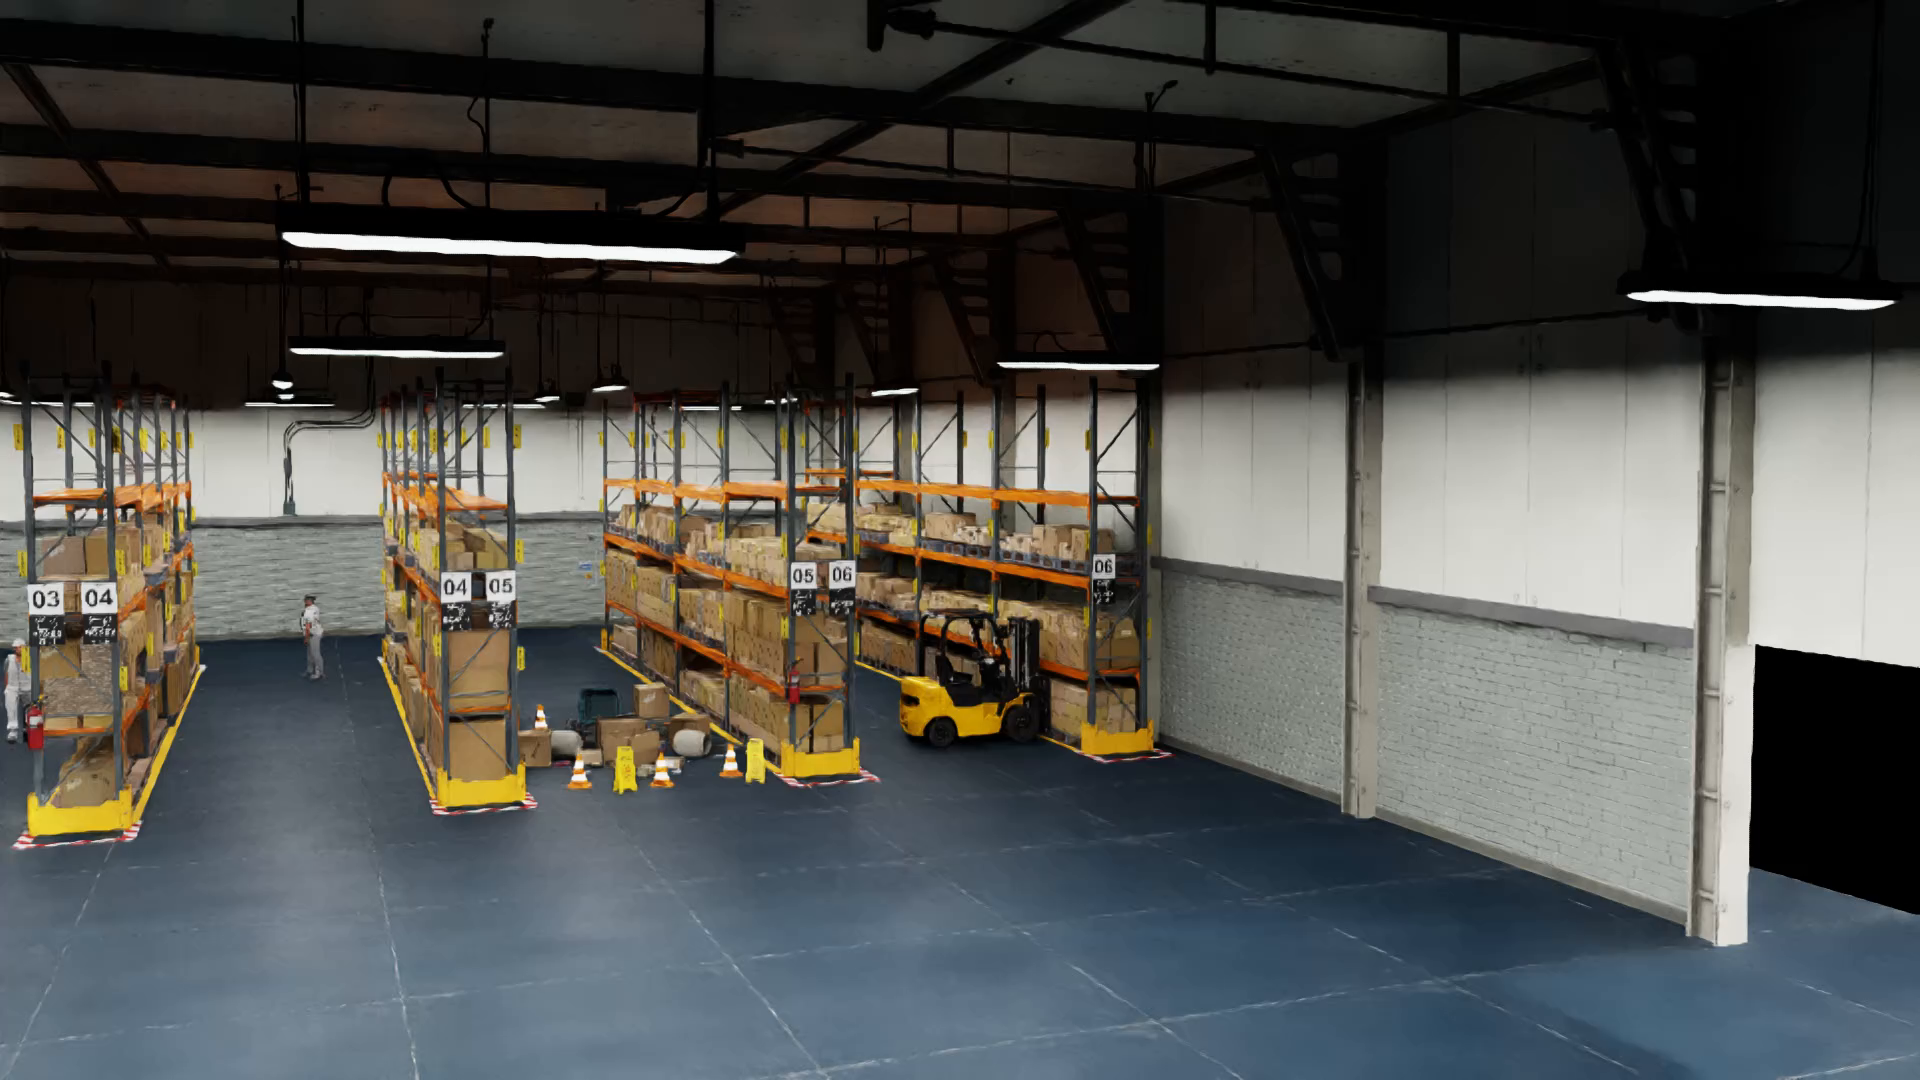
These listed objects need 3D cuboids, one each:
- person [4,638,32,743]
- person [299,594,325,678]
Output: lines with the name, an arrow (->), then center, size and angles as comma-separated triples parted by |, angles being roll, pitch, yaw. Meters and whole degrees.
person -> -15.579, 2.472, 27.602 | 0.550, 1.709, 1.128 | -2, 4, -24
person -> -13.680, 2.007, 35.007 | 0.578, 1.745, 0.685 | -1, 3, -9
